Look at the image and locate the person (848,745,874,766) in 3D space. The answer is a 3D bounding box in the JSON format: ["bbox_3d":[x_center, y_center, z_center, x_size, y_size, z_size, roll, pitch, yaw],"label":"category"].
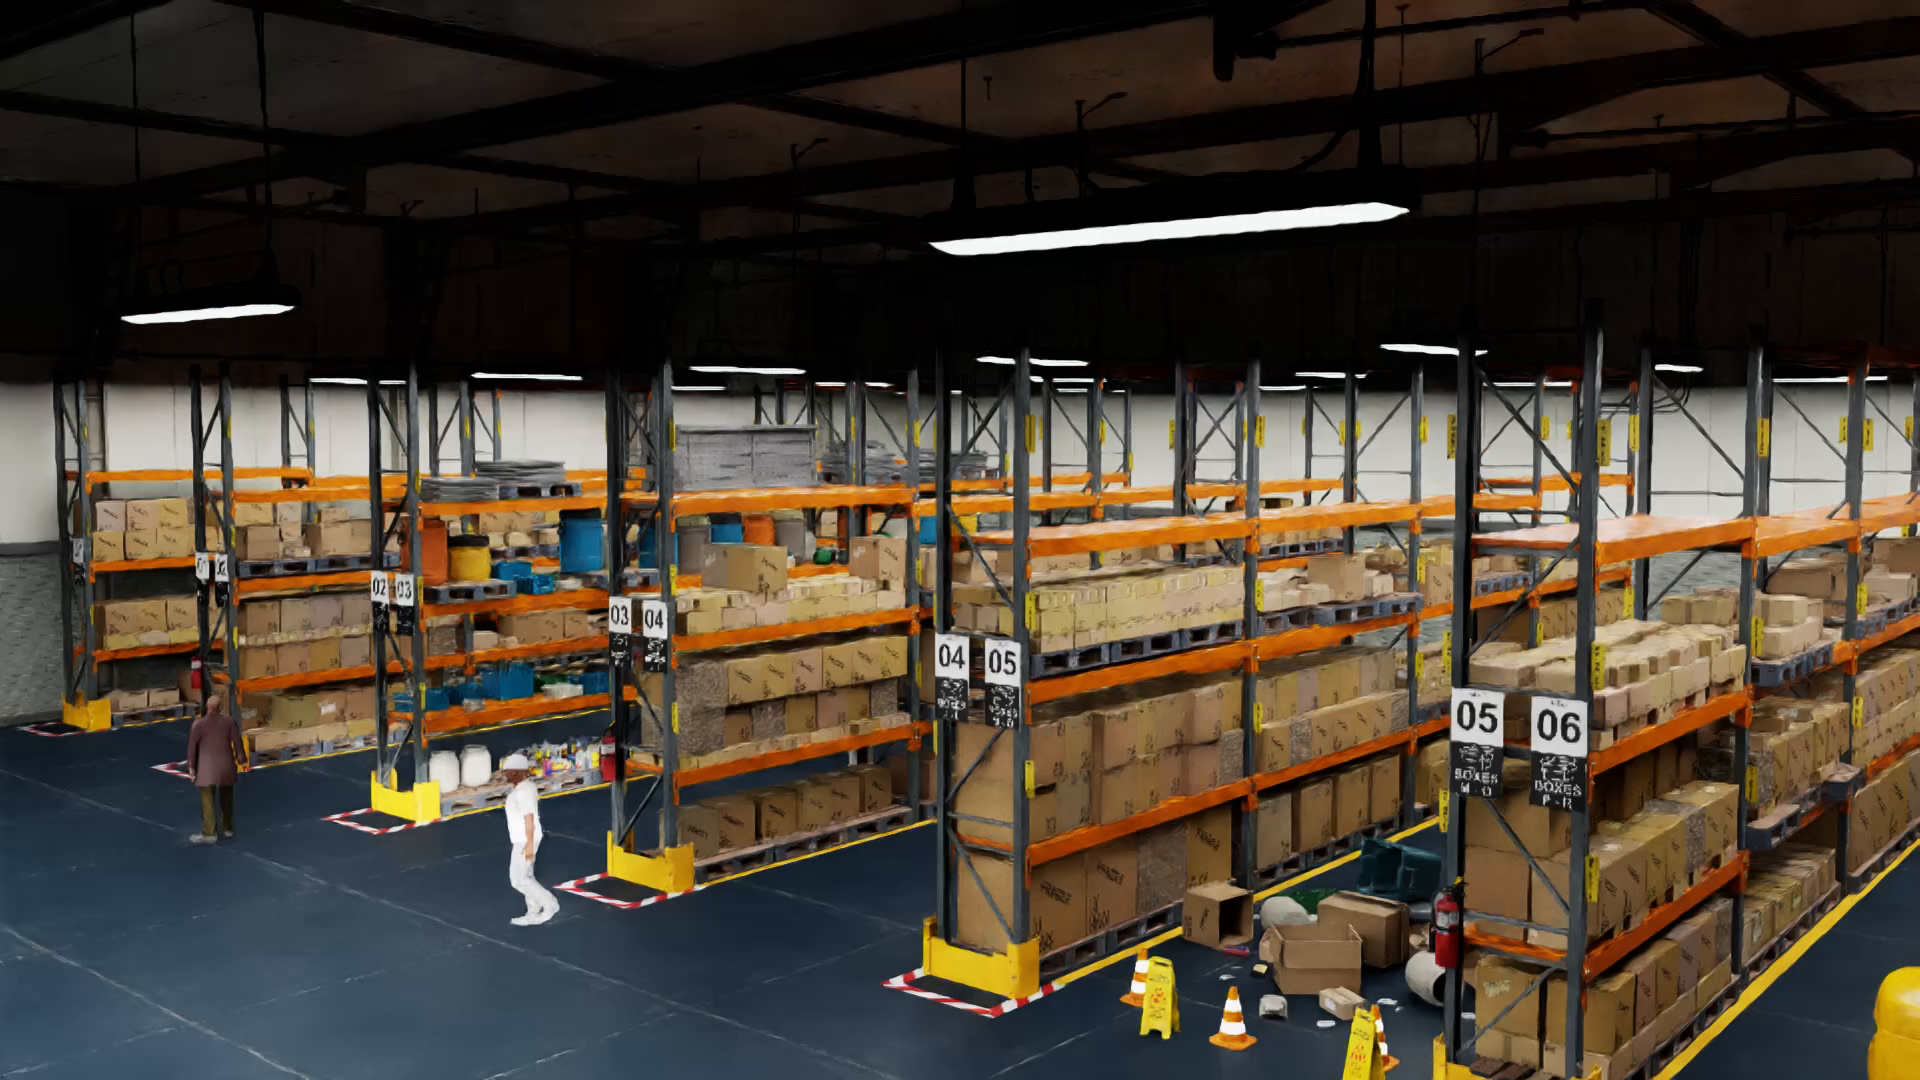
[{"bbox_3d":[-1.441,2.575,23.286,0.606,1.786,0.494,-2,4,-21],"label":"person"}]

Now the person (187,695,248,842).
[{"bbox_3d":[-9.162,2.781,20.485,0.711,1.771,0.635,-3,5,-37],"label":"person"}]

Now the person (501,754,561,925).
[{"bbox_3d":[-4.389,3.065,16.998,0.572,1.758,0.615,-1,4,-13],"label":"person"}]
